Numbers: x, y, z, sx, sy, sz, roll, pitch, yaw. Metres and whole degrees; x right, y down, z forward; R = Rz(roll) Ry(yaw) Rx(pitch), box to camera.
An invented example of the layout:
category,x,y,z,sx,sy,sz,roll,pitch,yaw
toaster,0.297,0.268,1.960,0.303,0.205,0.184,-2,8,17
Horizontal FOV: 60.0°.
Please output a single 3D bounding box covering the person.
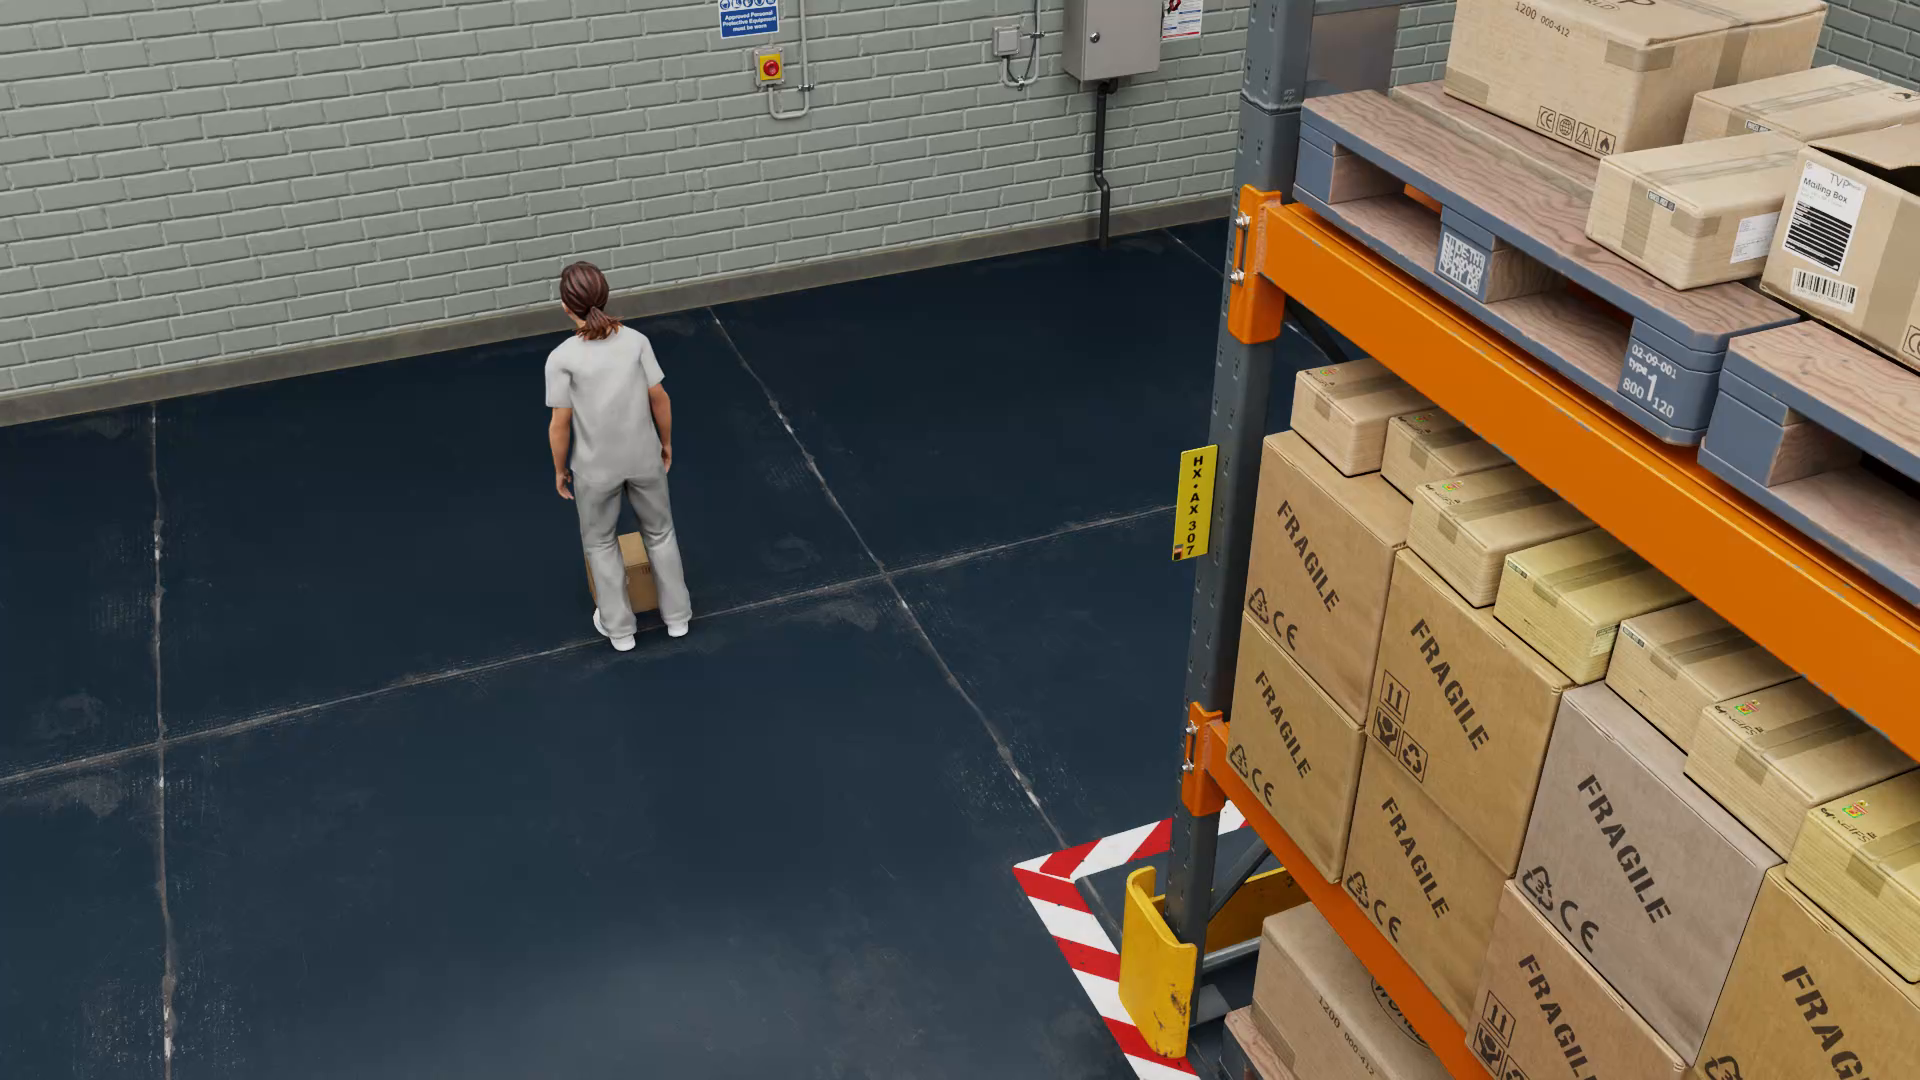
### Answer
category,x,y,z,sx,sy,sz,roll,pitch,yaw
person,-1.363,-0.311,6.611,0.513,1.671,0.362,-15,37,-22
